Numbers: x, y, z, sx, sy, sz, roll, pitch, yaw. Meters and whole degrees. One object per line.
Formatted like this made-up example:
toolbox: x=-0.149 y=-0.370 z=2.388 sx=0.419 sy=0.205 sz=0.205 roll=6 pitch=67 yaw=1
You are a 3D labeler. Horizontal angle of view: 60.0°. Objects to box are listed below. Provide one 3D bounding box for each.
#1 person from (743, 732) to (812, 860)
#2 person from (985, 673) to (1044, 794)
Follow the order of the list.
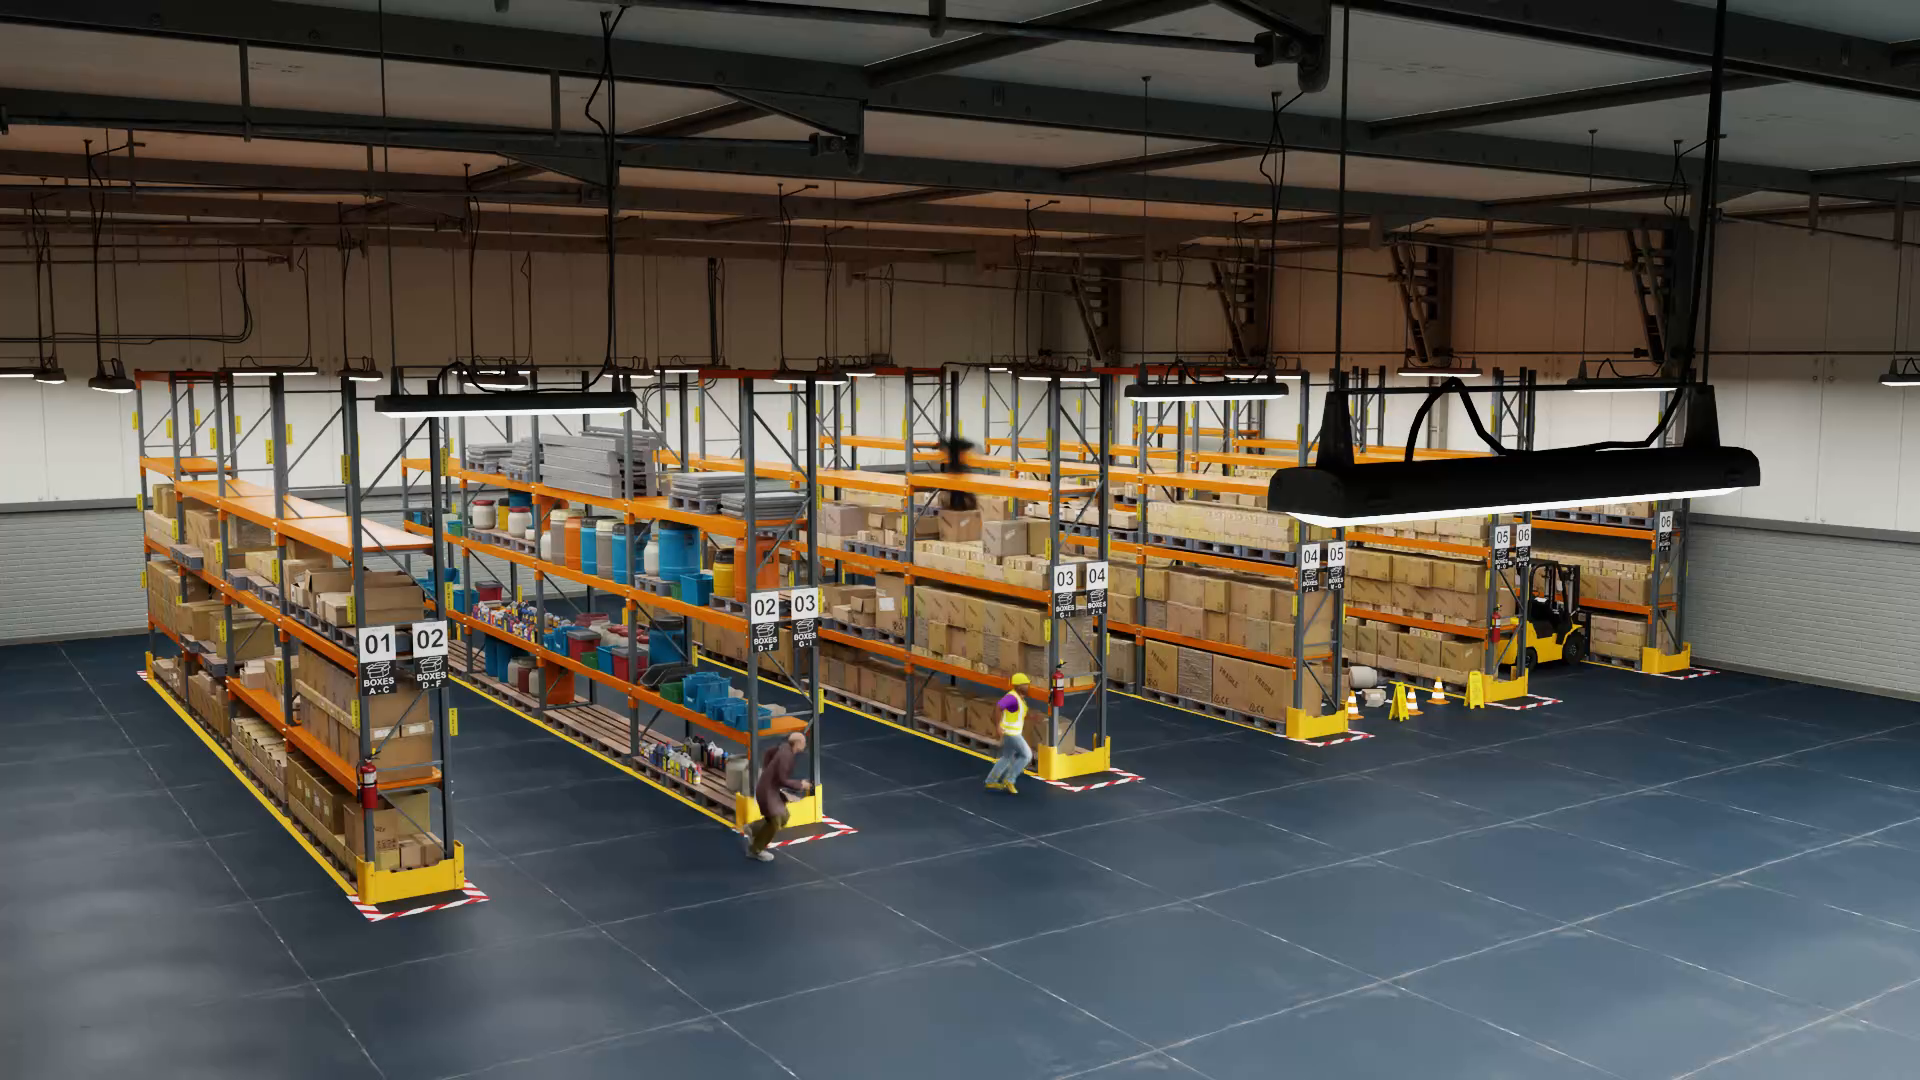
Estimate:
person: x=-2.297 y=3.195 z=20.880 sx=0.870 sy=1.593 sz=0.736 roll=-1 pitch=7 yaw=-9
person: x=0.778 y=2.796 z=23.869 sx=0.846 sy=1.771 sz=0.679 roll=1 pitch=6 yaw=7
